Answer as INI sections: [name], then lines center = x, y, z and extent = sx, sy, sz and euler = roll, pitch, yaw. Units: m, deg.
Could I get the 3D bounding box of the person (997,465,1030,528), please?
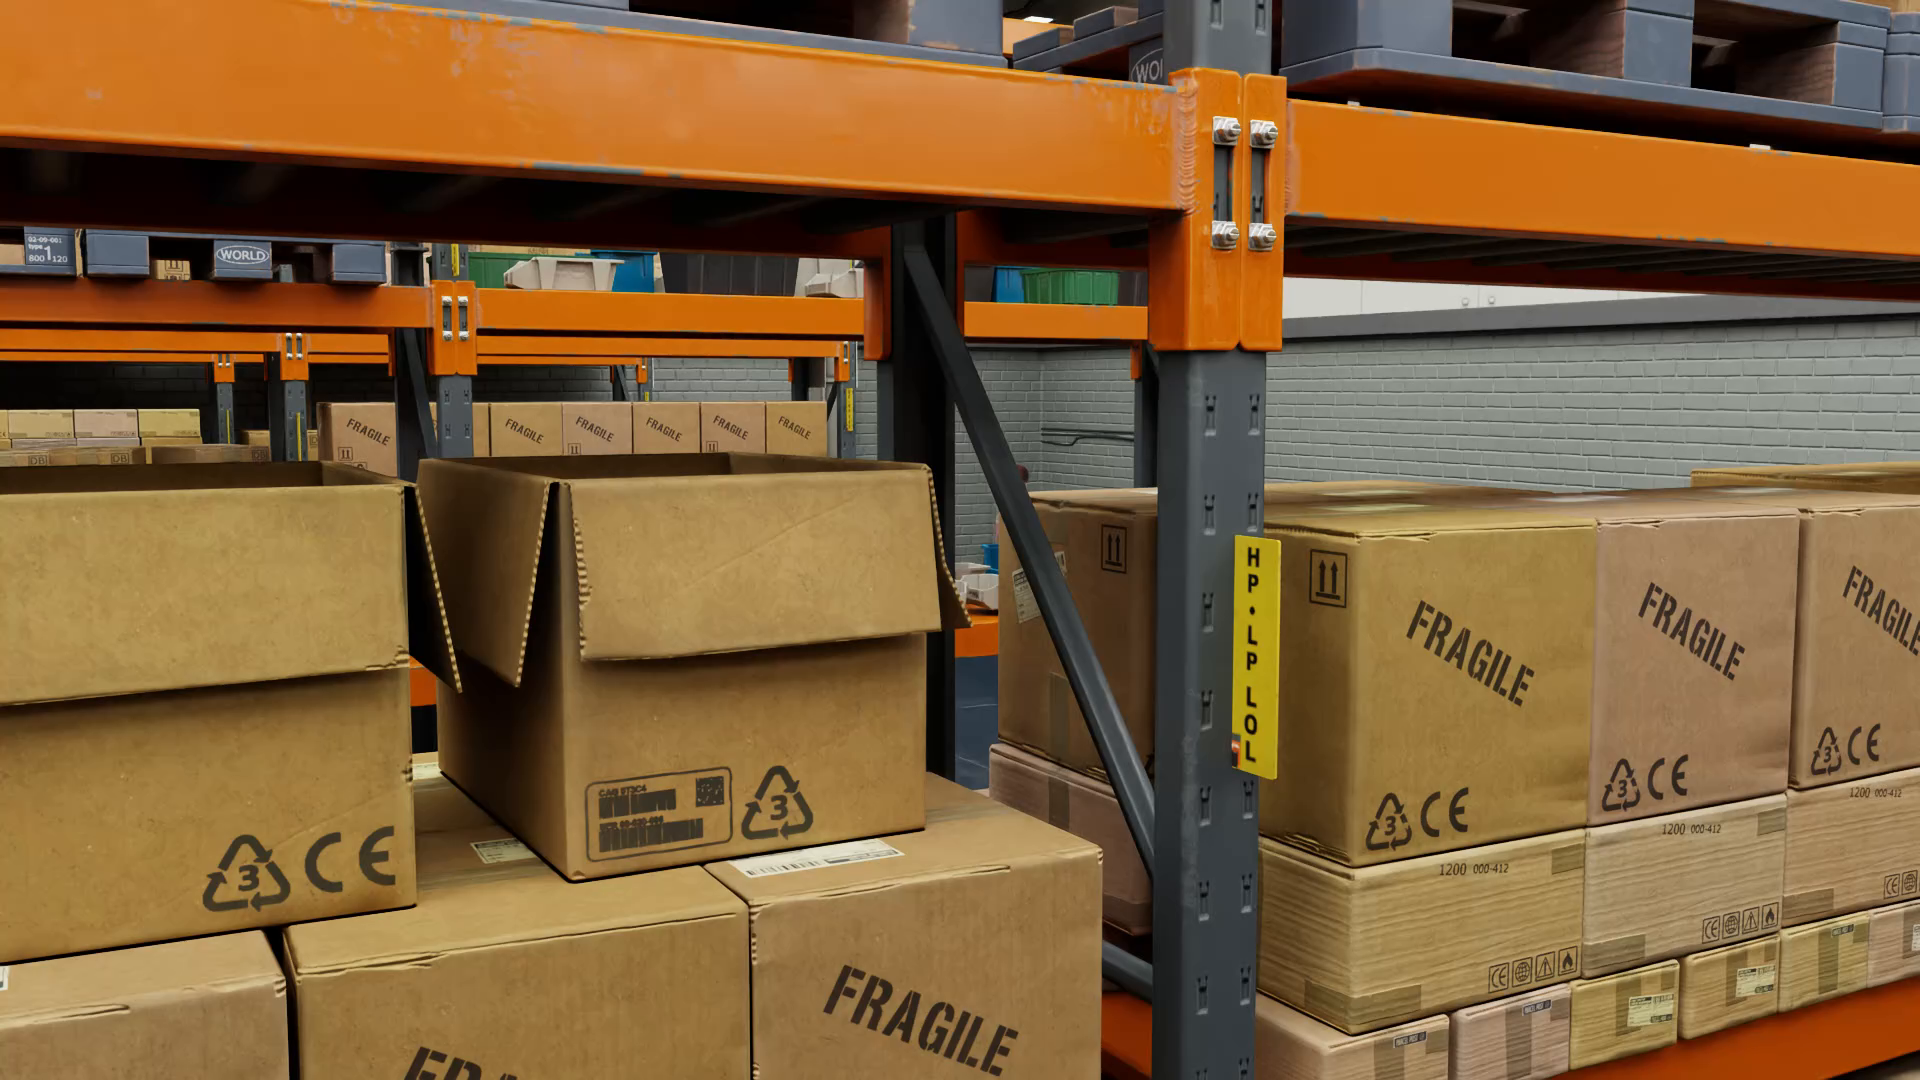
[person]
center = 0.610, -0.028, 17.883
extent = 0.897, 1.531, 0.425
euler = 4, 7, 39
